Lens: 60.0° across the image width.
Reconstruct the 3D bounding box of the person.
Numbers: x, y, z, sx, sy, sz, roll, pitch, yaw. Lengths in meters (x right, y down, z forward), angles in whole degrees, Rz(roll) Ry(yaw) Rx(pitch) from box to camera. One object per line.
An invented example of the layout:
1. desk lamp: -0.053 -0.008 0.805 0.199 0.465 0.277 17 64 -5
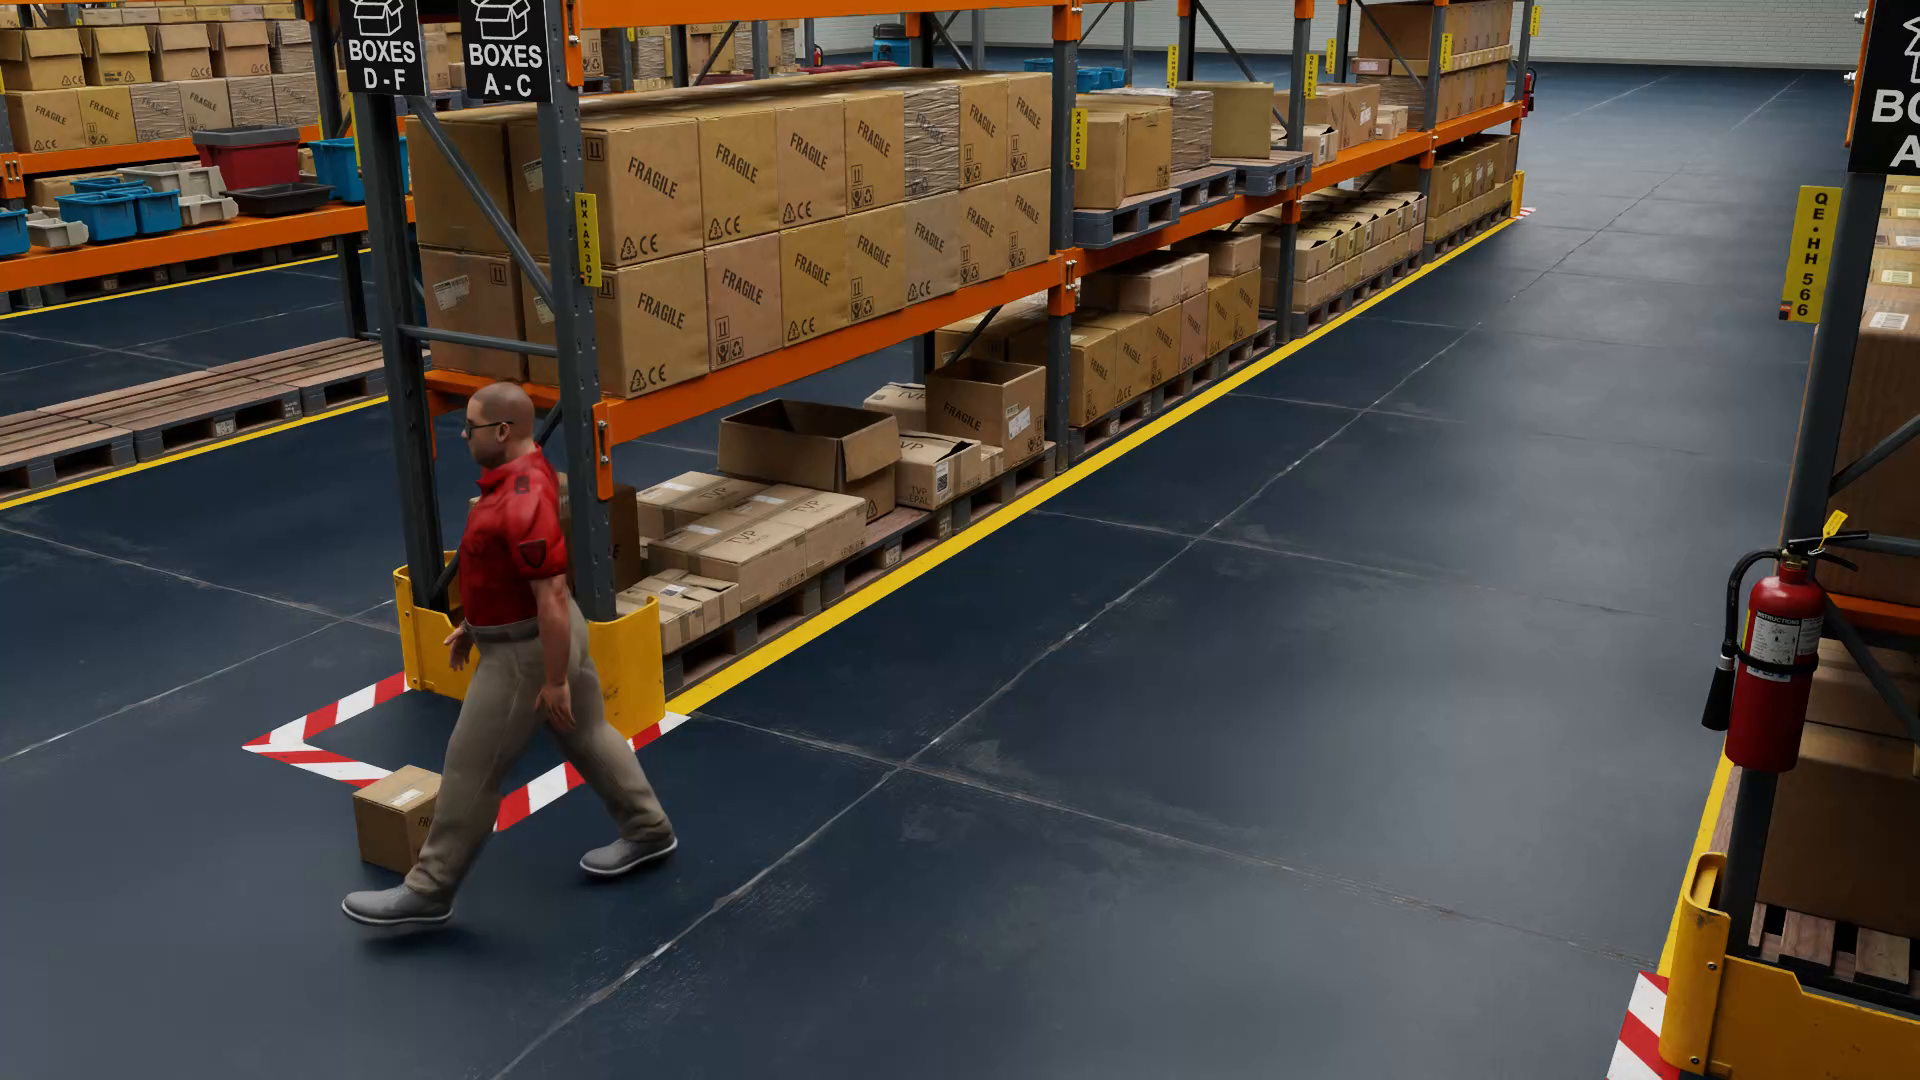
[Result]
1. person: -1.433 0.336 5.148 1.007 1.674 0.579 -2 19 -6
